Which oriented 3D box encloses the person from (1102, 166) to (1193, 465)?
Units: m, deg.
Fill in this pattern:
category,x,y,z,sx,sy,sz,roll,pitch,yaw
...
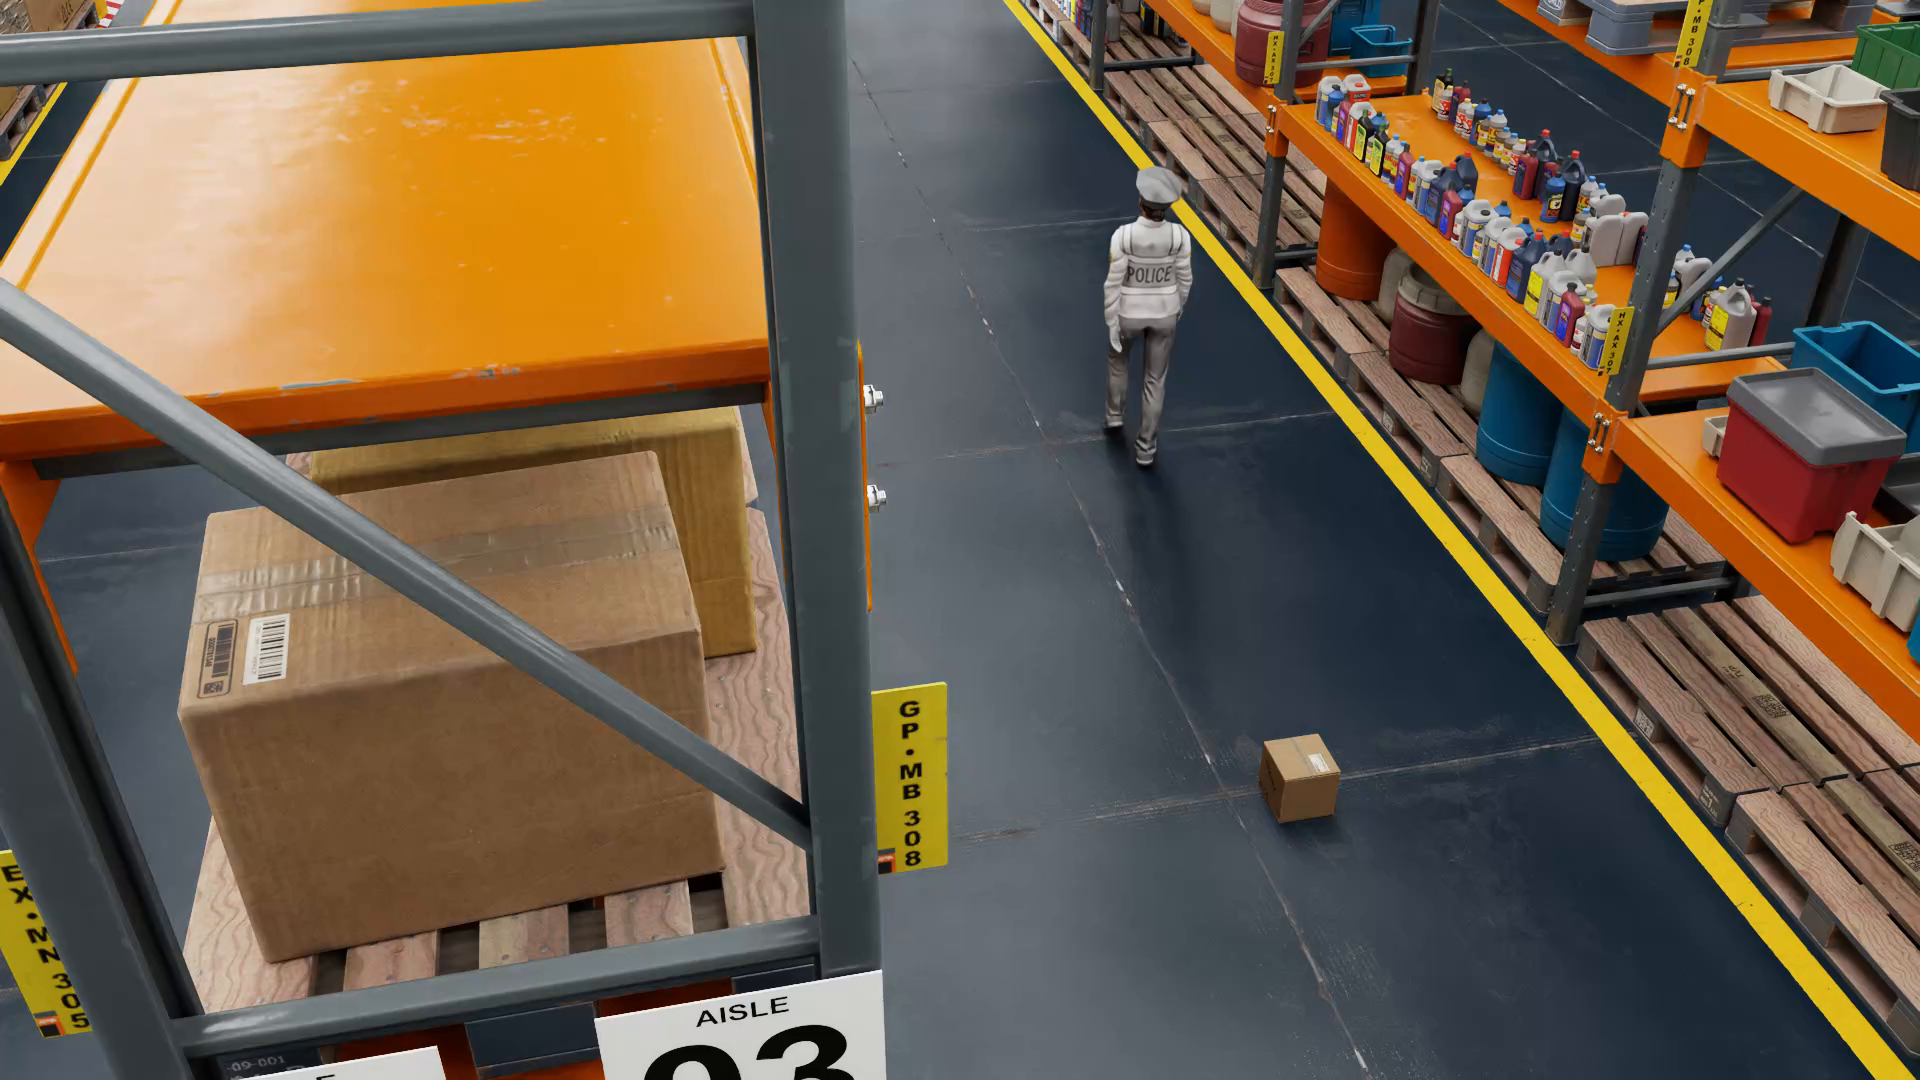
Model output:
category,x,y,z,sx,sy,sz,roll,pitch,yaw
person,1.016,-1.236,9.151,0.486,1.749,0.624,1,35,2
